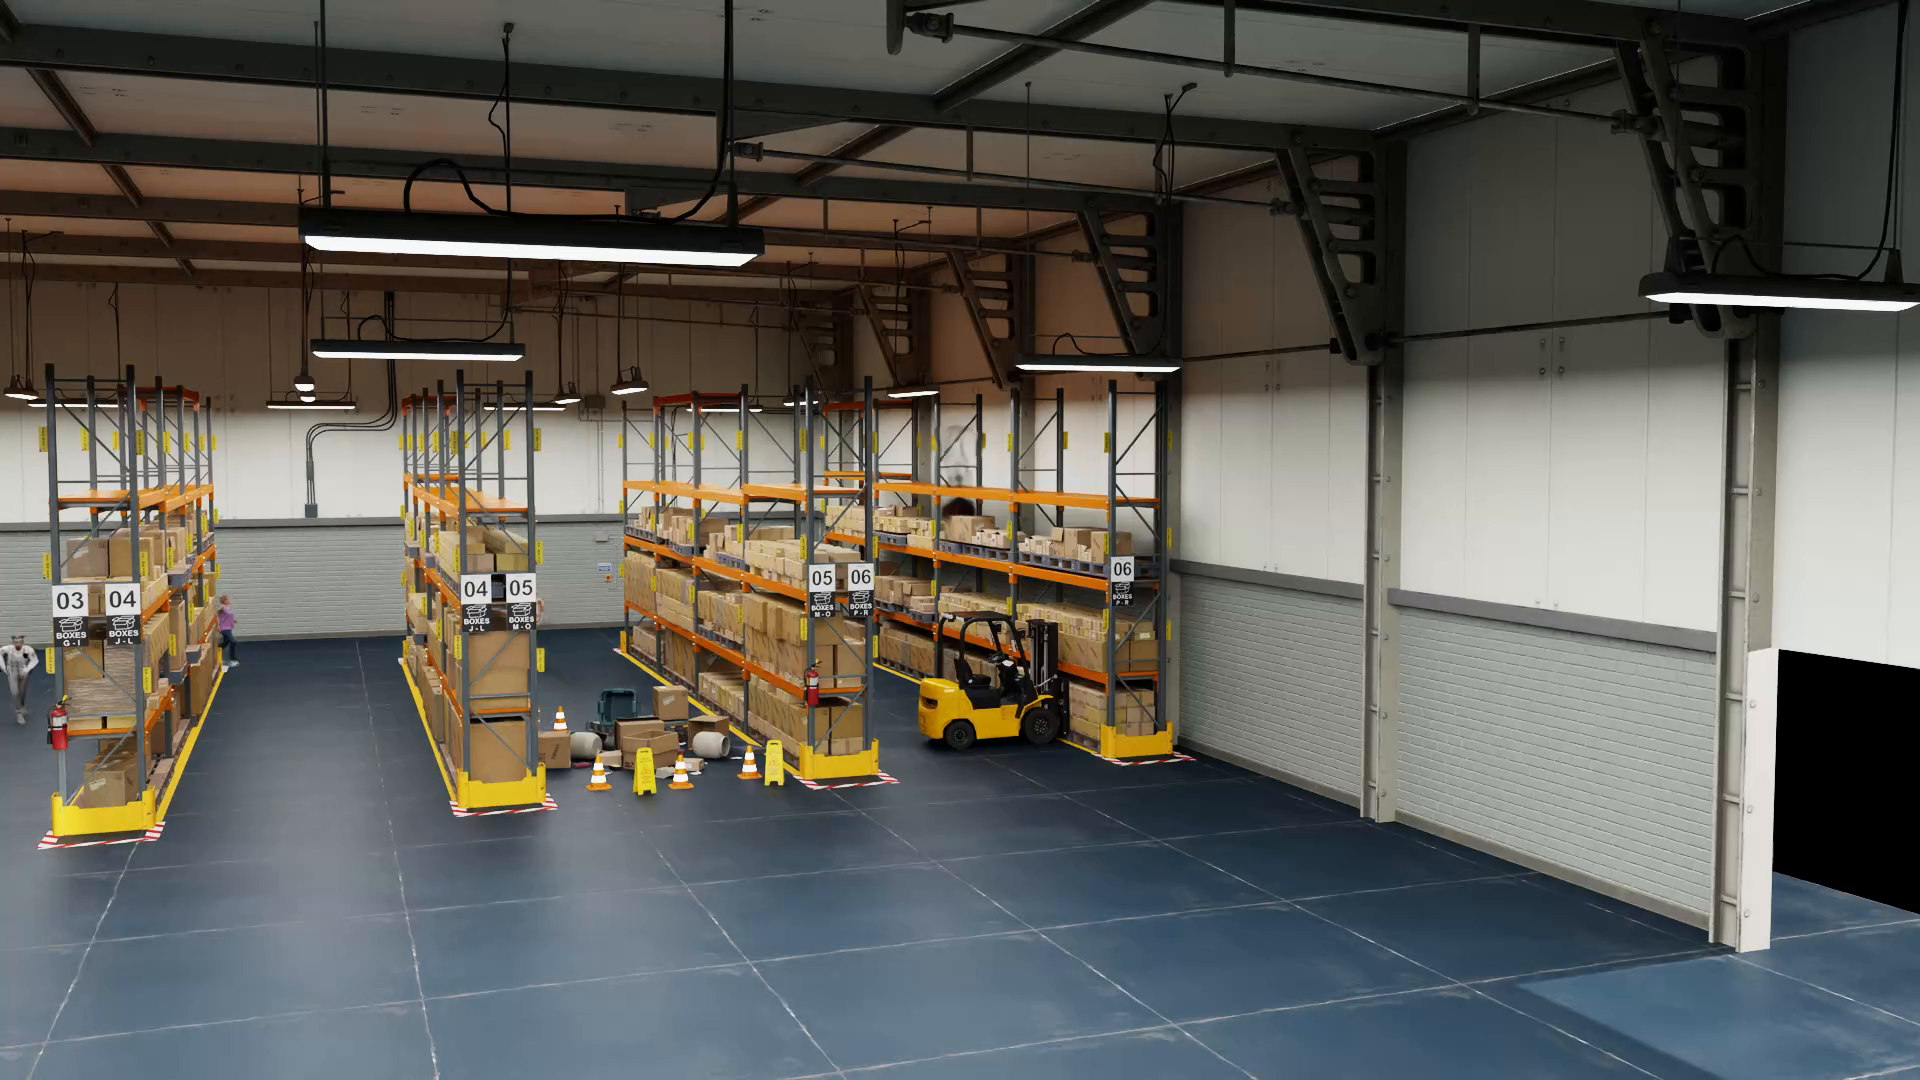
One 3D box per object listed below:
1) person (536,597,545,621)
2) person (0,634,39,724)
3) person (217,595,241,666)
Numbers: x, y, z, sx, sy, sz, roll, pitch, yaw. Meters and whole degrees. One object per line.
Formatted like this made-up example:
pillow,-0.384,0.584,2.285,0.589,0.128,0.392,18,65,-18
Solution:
person,-9.823,1.911,37.802,0.643,1.723,0.923,-3,4,-37
person,-16.979,2.476,30.002,0.655,1.628,0.980,-2,4,-26
person,-16.505,2.038,37.308,0.692,1.639,0.569,0,3,2
